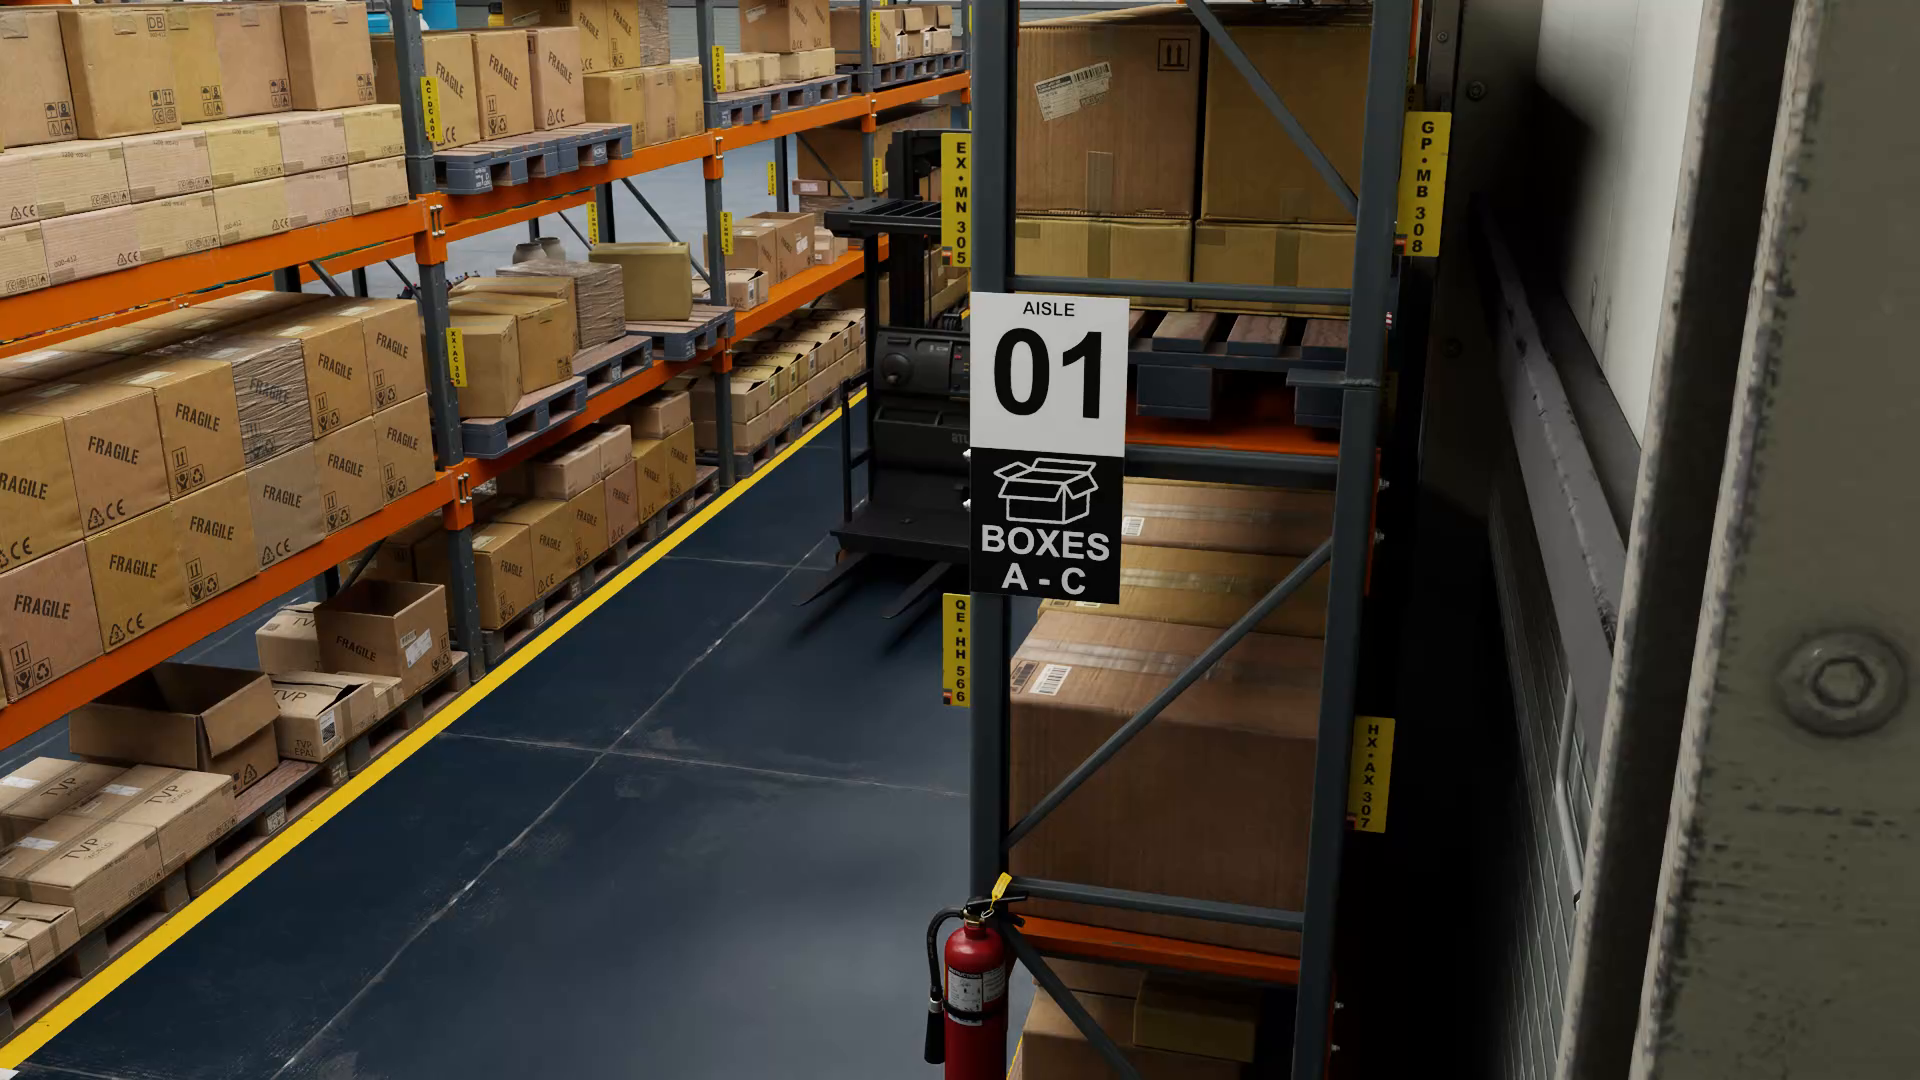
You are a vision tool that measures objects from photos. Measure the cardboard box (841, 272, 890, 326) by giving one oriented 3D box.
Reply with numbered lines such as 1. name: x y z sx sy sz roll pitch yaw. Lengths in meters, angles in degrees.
1. cardboard box: -0.930 -2.515 17.355 0.500 0.500 0.500 5 19 13

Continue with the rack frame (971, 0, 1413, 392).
1. rack frame: 0.526 -1.830 3.624 1.000 3.000 0.127 5 19 13

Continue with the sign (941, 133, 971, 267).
1. sign: 0.003 -0.839 4.116 0.100 0.325 0.005 5 19 13

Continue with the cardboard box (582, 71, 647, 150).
1. cardboard box: -2.650 -2.893 11.222 0.910 0.500 0.500 5 19 13

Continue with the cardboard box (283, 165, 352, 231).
1. cardboard box: -3.295 -1.654 7.981 0.500 0.250 0.500 5 19 13

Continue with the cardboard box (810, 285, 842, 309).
1. cardboard box: -1.312 -2.713 17.934 0.500 0.500 0.500 5 19 13

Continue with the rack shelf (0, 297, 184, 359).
1. rack shelf: -7.615 -1.314 12.506 1.077 0.370 4.000 5 19 13

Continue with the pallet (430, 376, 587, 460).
1. pallet: -3.000 -0.786 10.145 1.003 0.211 1.213 5 19 13

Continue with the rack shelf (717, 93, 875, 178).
1. rack shelf: -1.836 -3.595 14.543 1.077 0.370 4.000 5 19 13

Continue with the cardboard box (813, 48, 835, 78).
1. cardboard box: -1.507 -4.497 15.655 0.500 0.250 0.500 7 20 19

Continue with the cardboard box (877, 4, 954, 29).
1. cardboard box: -0.514 -5.950 19.299 0.797 0.503 0.637 6 20 17

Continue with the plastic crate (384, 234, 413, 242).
1. plastic crate: -5.971 -3.389 17.370 0.402 0.464 0.583 5 19 13

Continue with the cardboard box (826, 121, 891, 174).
1. cardboard box: -1.122 -4.102 17.394 0.700 0.500 0.500 5 19 13

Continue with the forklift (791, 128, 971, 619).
1. forklift: -0.216 -1.197 11.158 1.130 2.935 3.031 7 20 19

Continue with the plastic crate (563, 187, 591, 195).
1. plastic crate: -5.004 -4.538 21.062 0.499 0.251 0.616 5 19 13

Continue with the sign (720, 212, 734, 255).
1. sign: -1.796 -2.359 12.785 0.100 0.325 0.005 5 19 13

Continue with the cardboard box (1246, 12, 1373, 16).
1. cardboard box: 1.197 -1.474 5.488 0.500 0.500 0.500 5 19 13

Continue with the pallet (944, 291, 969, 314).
1. pallet: -0.516 -2.834 20.157 1.003 0.211 1.213 5 19 13

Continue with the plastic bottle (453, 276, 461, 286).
1. plastic bottle: -6.025 -3.023 19.938 0.097 0.271 0.097 0 19 0

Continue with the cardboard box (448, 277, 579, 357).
1. cardboard box: -2.930 -1.440 10.957 0.700 0.500 0.500 0 19 -1

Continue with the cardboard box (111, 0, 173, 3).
1. cardboard box: -10.108 -6.518 20.601 0.500 0.500 0.500 5 19 13

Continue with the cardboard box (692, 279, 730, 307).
1. cardboard box: -2.193 -1.957 13.414 0.500 0.311 0.500 6 20 17

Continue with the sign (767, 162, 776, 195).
1. sign: -1.885 -3.633 16.721 0.100 0.325 0.005 5 19 13

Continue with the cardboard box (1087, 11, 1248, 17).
1. cardboard box: 0.692 -1.512 5.599 0.500 0.500 0.500 4 19 11

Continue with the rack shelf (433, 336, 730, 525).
1. rack shelf: -2.813 -0.921 11.357 1.077 0.370 4.000 5 19 13

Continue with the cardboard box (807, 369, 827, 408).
1. cardboard box: -1.543 -1.409 15.276 0.500 0.250 0.500 5 20 14

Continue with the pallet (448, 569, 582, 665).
1. pallet: -3.139 0.427 10.612 1.003 0.211 1.213 5 19 13

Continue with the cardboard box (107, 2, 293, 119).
1. cardboard box: -3.643 -2.274 7.862 0.700 0.500 0.500 5 19 13

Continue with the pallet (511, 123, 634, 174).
1. pallet: -2.824 -2.490 10.486 1.213 0.211 1.003 5 19 13

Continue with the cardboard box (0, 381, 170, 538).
1. cardboard box: -3.667 -0.341 6.843 0.500 0.500 0.500 5 19 14

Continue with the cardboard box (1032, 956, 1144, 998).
1. cardboard box: 0.454 1.404 5.650 0.380 0.149 0.250 4 19 13

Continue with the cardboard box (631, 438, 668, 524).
1. cardboard box: -2.452 -0.440 12.022 0.500 0.500 0.500 4 19 11

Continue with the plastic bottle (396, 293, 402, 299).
1. plastic bottle: -6.352 -2.634 18.781 0.061 0.283 0.133 6 20 16

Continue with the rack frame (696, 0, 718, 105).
1. rack frame: -2.324 -4.728 12.107 1.000 3.000 0.127 5 19 13

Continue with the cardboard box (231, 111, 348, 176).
1. cardboard box: -3.282 -1.890 7.897 0.500 0.250 0.500 5 19 13

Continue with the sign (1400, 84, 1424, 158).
1. sign: 2.041 -1.903 7.556 0.100 0.325 0.005 5 19 13

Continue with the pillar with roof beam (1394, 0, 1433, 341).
1. pillar with roof beam: 0.928 -6.897 18.459 9.100 9.000 0.400 5 19 13

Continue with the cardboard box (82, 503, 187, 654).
1. cardboard box: -3.668 0.134 7.000 0.500 0.500 0.500 5 19 13

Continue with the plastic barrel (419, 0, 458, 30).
1. plastic barrel: -5.802 -5.694 18.150 0.600 0.901 0.708 5 19 13

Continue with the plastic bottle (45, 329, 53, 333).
1. plastic bottle: -7.080 -1.706 12.849 0.097 0.201 0.097 0 19 0

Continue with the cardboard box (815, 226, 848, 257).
1. cardboard box: -1.425 -2.914 16.309 0.500 0.250 0.500 6 20 17

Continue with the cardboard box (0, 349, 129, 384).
1. cardboard box: -4.066 -0.545 7.441 0.500 0.500 0.500 5 20 15

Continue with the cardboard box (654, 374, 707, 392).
1. cardboard box: -2.435 -1.235 13.900 0.500 0.311 0.500 5 20 15

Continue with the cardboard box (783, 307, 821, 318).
1. cardboard box: -1.689 -2.195 16.711 0.500 0.311 0.500 5 19 14

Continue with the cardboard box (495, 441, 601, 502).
1. cardboard box: -2.703 -0.461 10.923 0.500 0.250 0.500 5 19 13

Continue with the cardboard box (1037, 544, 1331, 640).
1. cardboard box: 0.807 0.477 5.685 0.980 0.700 0.700 5 19 13

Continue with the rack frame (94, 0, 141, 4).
1. rack frame: -7.127 -5.120 13.255 1.000 3.000 0.127 5 19 13

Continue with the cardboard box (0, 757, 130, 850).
1. cardboard box: -4.124 1.227 7.529 0.500 0.250 0.500 5 19 13

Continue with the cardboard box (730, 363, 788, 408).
1. cardboard box: -1.791 -1.358 14.259 0.500 0.311 0.500 4 19 12

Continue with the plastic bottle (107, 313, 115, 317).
1. plastic bottle: -6.914 -1.919 13.474 0.097 0.201 0.097 0 19 0

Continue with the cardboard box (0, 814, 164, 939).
1. cardboard box: -3.749 1.407 7.001 0.500 0.250 0.500 5 19 13
